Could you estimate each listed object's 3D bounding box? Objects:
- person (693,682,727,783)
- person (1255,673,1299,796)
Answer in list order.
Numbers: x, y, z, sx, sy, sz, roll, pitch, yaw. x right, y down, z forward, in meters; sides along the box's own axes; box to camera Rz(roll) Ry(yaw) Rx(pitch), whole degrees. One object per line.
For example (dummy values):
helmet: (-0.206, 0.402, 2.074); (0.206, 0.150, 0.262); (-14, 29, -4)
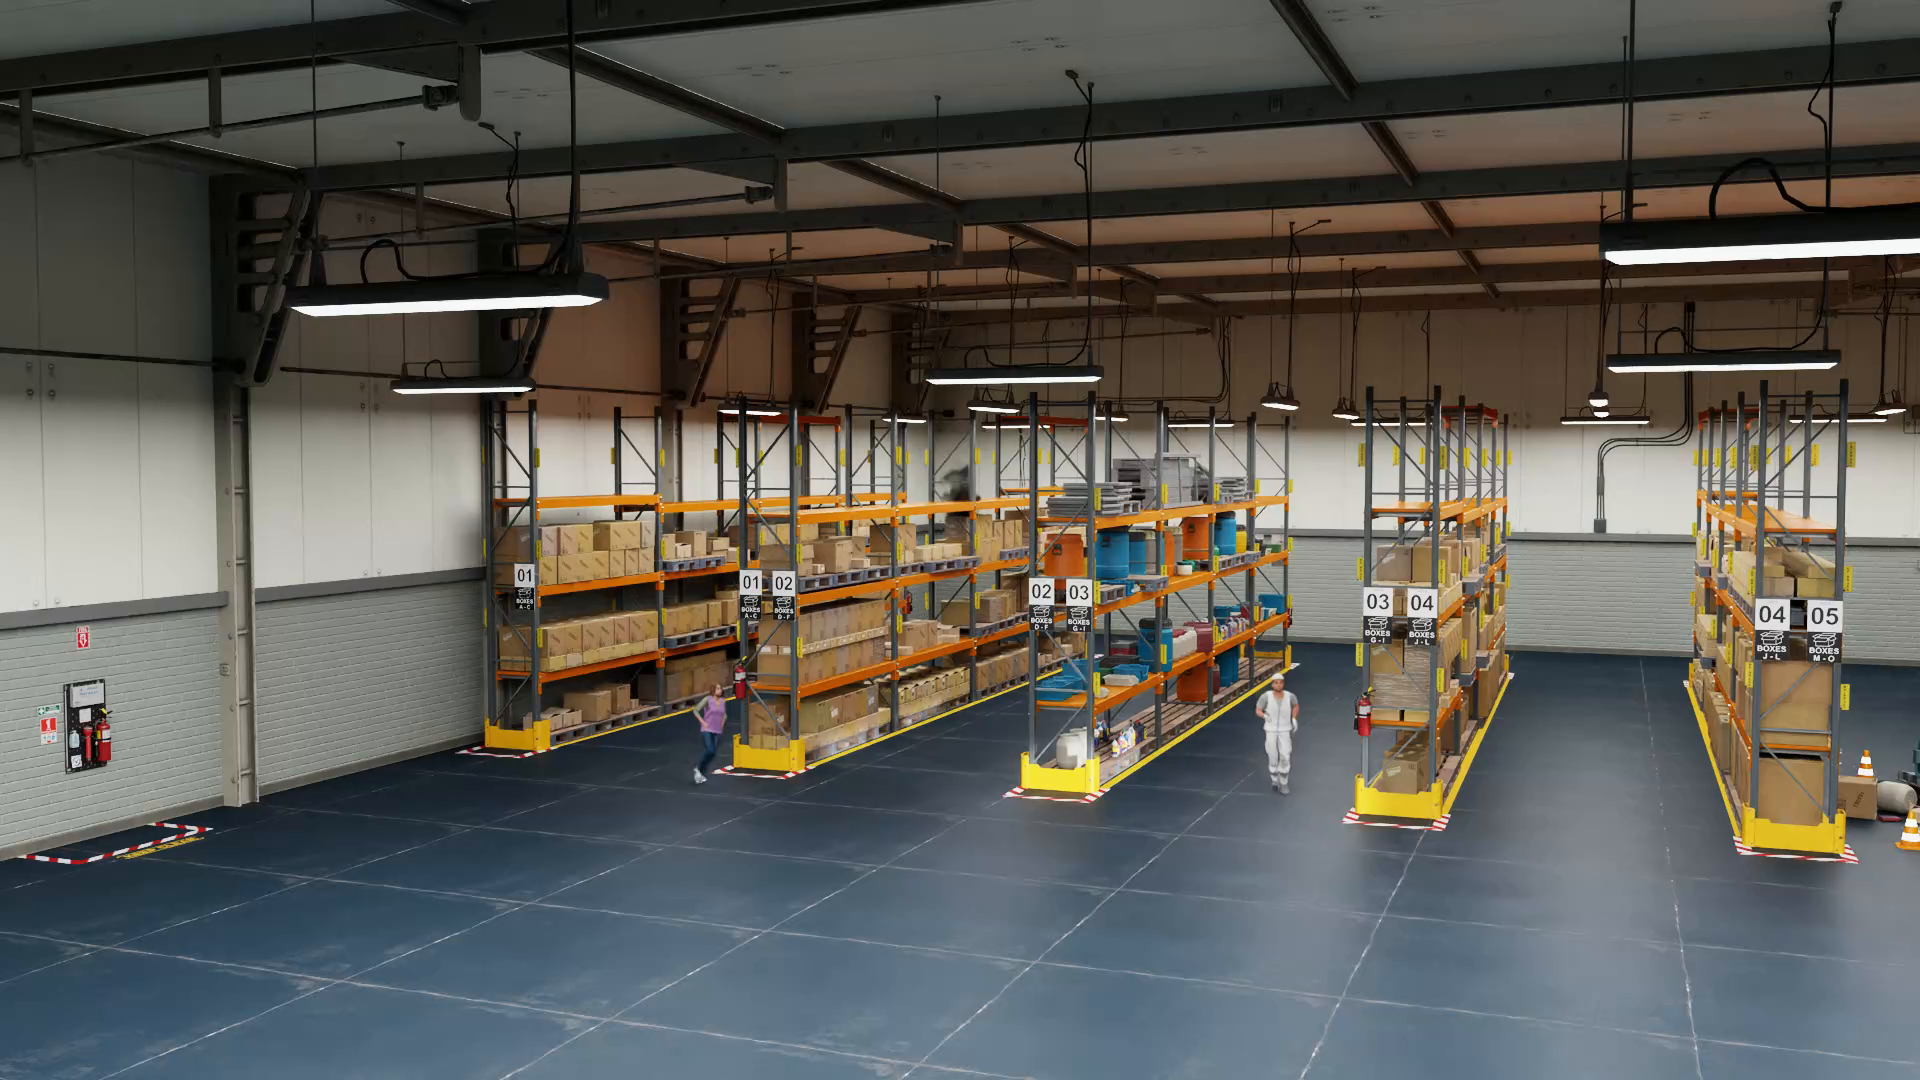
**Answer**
person: (-3.807, 2.963, 25.609); (0.518, 1.543, 0.559); (-2, 4, -41)
person: (4.732, 2.896, 24.830); (0.635, 1.825, 0.749); (1, 3, 10)
